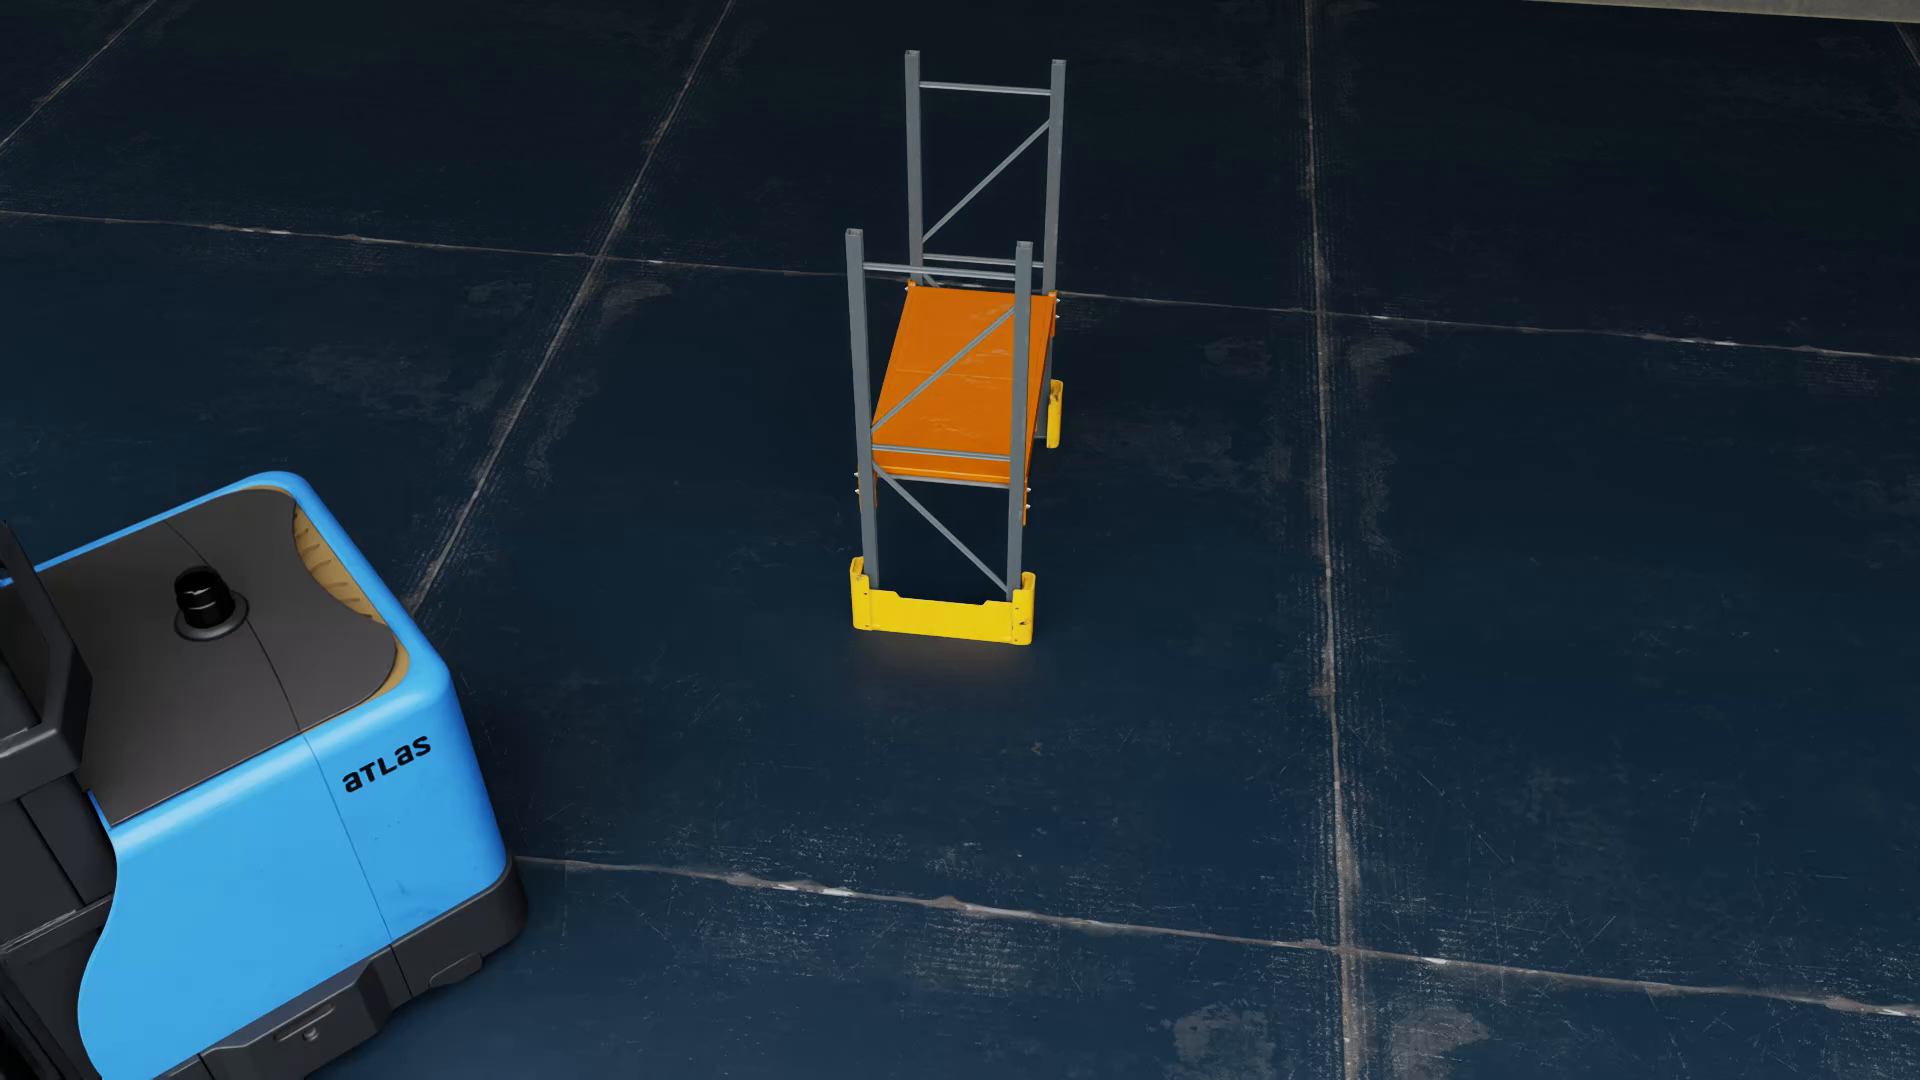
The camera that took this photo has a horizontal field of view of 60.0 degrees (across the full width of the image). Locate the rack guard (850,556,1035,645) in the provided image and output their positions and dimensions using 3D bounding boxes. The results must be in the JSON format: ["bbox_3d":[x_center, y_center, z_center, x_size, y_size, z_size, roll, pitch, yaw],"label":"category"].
[{"bbox_3d":[-0.056,0.197,5.360,0.587,0.250,0.087,5,44,6],"label":"rack guard"}]

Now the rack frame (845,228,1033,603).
[{"bbox_3d":[-0.056,-0.256,4.930,0.500,1.500,0.032,5,44,6],"label":"rack frame"}]

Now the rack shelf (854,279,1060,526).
[{"bbox_3d":[0.011,-0.472,5.419,0.538,0.185,1.000,5,44,6],"label":"rack shelf"}]

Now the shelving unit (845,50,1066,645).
[{"bbox_3d":[0.010,-0.597,5.289,0.587,1.500,1.083,5,44,6],"label":"shelving unit"}]

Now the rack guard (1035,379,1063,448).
[{"bbox_3d":[0.076,-0.482,6.077,0.587,0.250,0.087,5,44,6],"label":"rack guard"}]

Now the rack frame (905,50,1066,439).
[{"bbox_3d":[0.078,-0.949,5.662,0.500,1.500,0.032,5,44,6],"label":"rack frame"}]

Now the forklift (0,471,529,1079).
[{"bbox_3d":[-2.654,0.393,3.203,3.031,2.935,1.130,-28,50,-27],"label":"forklift"}]
